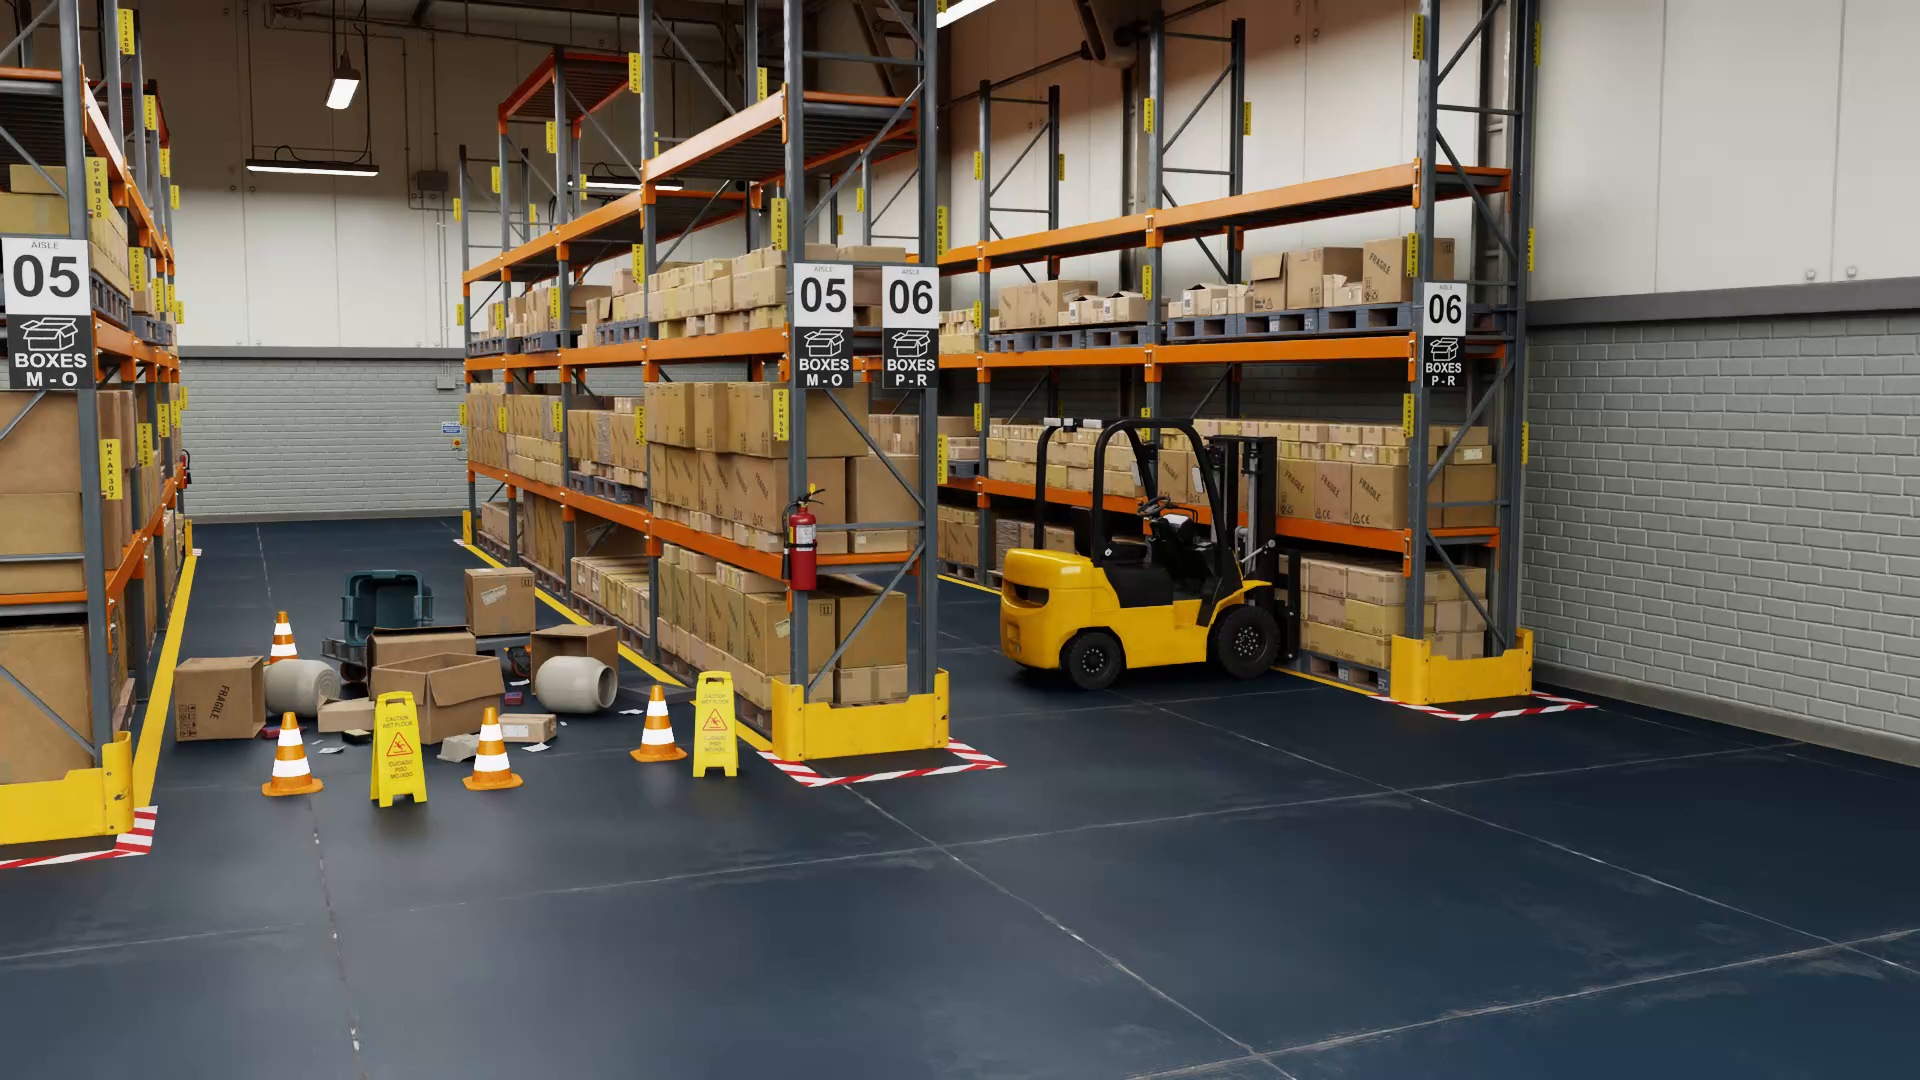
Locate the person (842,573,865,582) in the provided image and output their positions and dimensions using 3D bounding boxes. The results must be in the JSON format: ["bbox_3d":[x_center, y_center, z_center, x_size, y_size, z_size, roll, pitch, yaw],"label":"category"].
[{"bbox_3d":[-1.357,-0.091,17.775,0.993,1.719,0.571,1,6,14],"label":"person"}]
